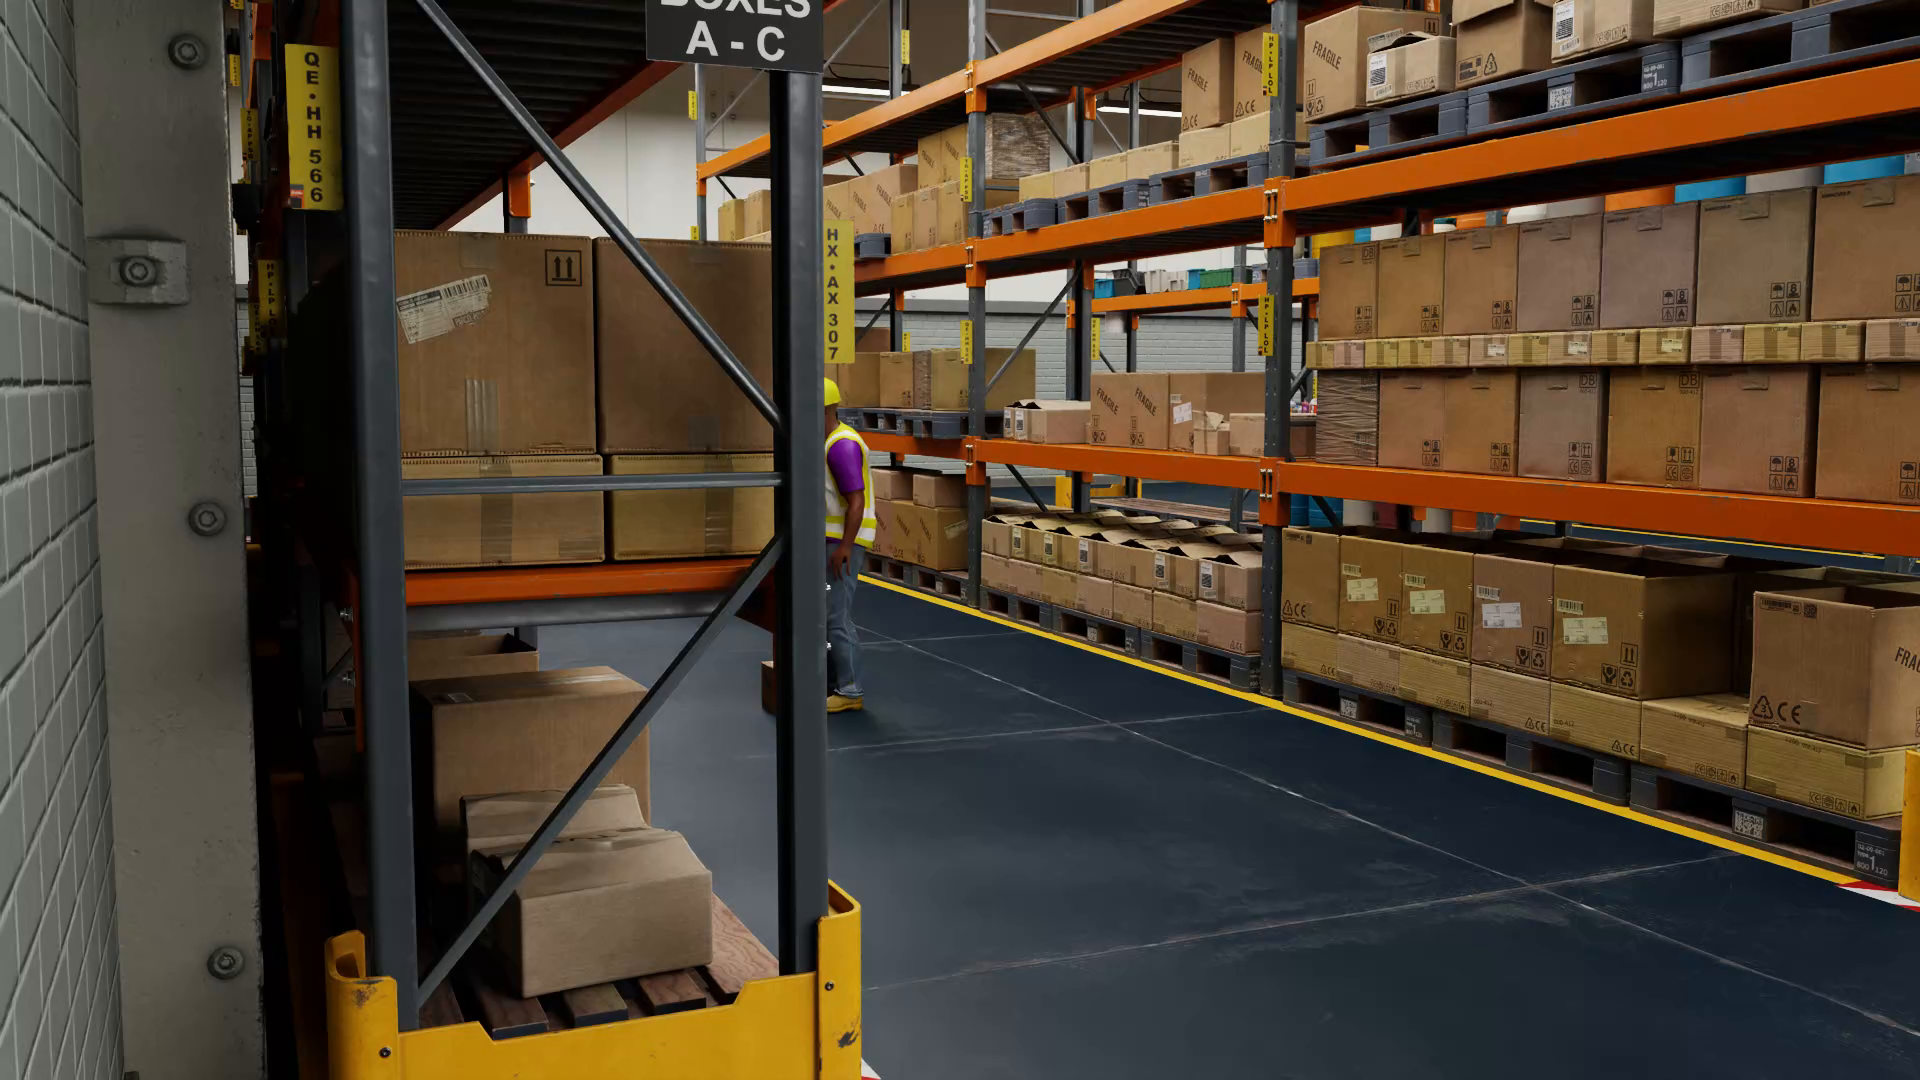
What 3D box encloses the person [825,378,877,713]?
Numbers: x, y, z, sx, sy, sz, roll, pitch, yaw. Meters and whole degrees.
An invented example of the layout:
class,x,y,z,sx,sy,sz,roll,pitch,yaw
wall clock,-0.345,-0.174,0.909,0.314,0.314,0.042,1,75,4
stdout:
class,x,y,z,sx,sy,sz,roll,pitch,yaw
person,-0.694,0.020,8.838,0.460,1.761,0.627,-2,6,-23
